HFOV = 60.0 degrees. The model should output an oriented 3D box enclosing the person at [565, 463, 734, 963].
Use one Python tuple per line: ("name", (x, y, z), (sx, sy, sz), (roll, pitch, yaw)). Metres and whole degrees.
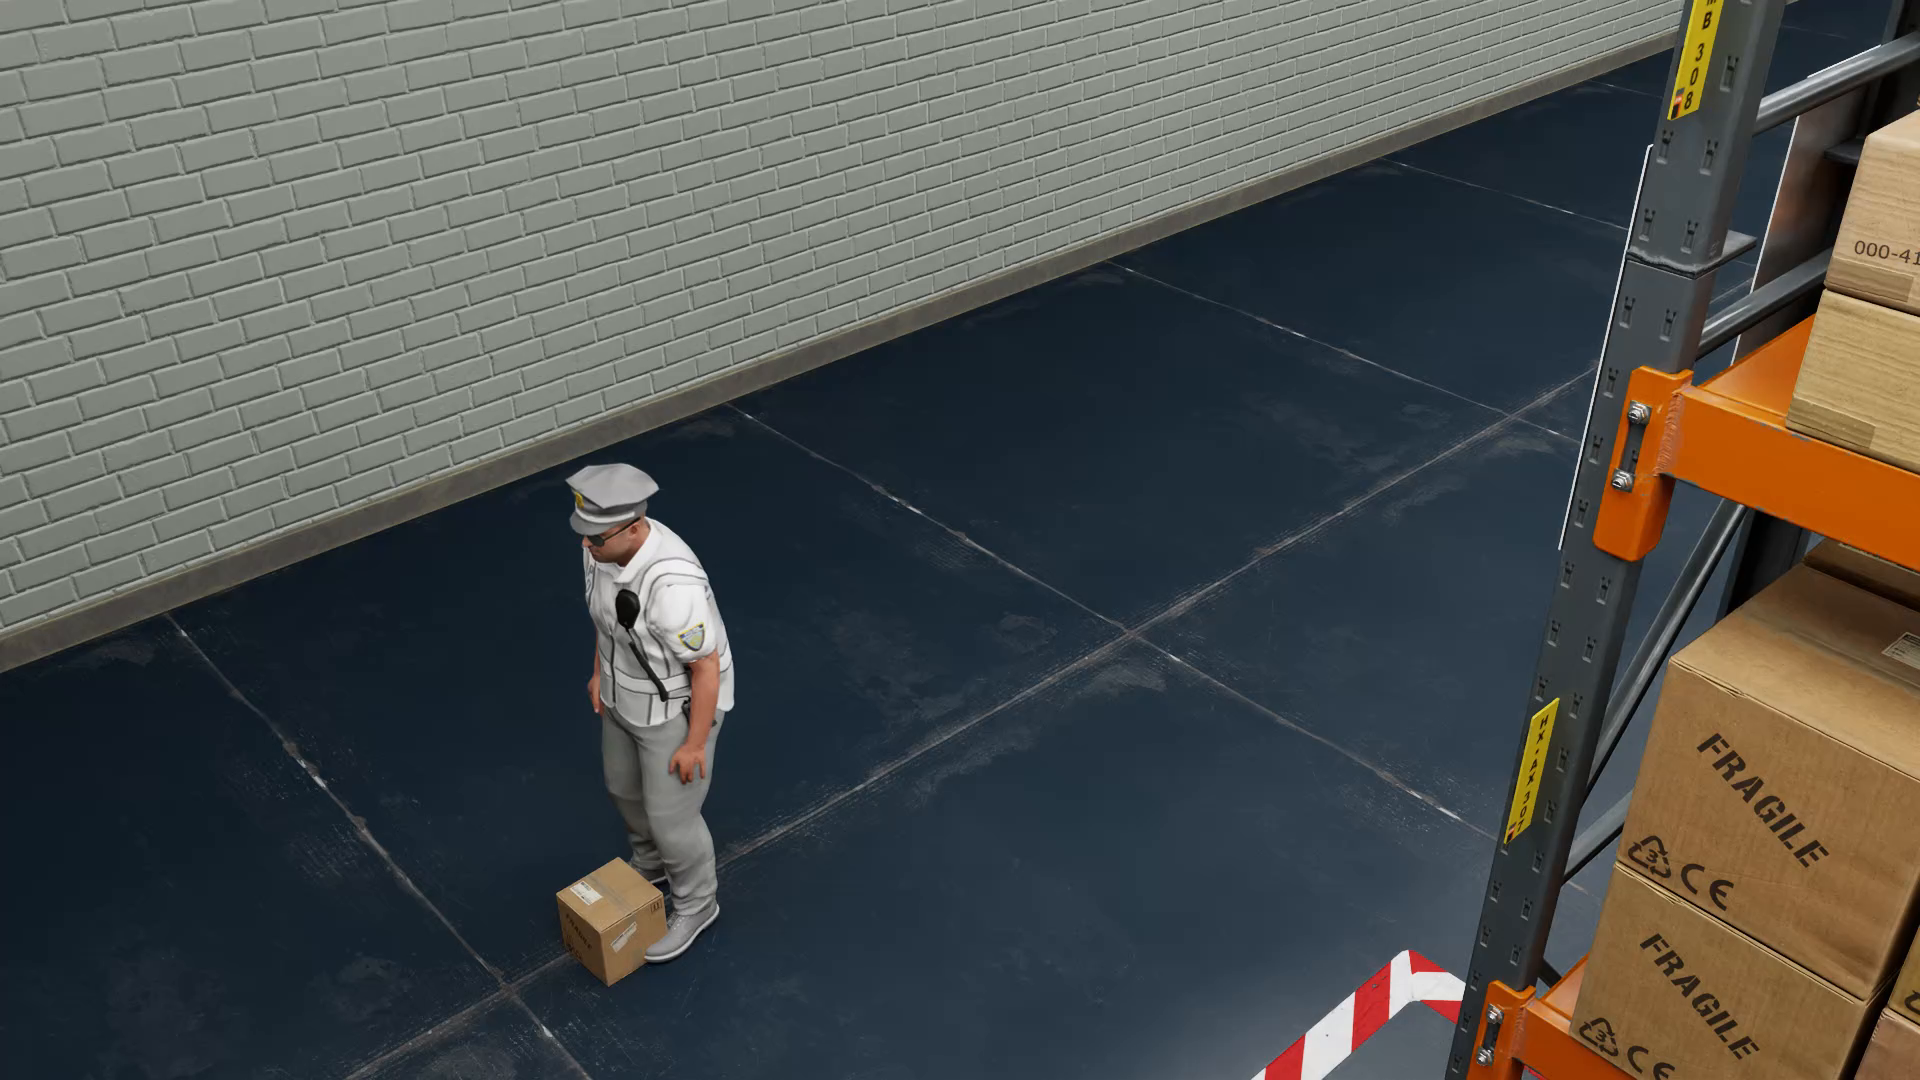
("person", (-0.968, 0.526, 5.270), (0.466, 1.748, 0.586), (-26, 40, -36))
